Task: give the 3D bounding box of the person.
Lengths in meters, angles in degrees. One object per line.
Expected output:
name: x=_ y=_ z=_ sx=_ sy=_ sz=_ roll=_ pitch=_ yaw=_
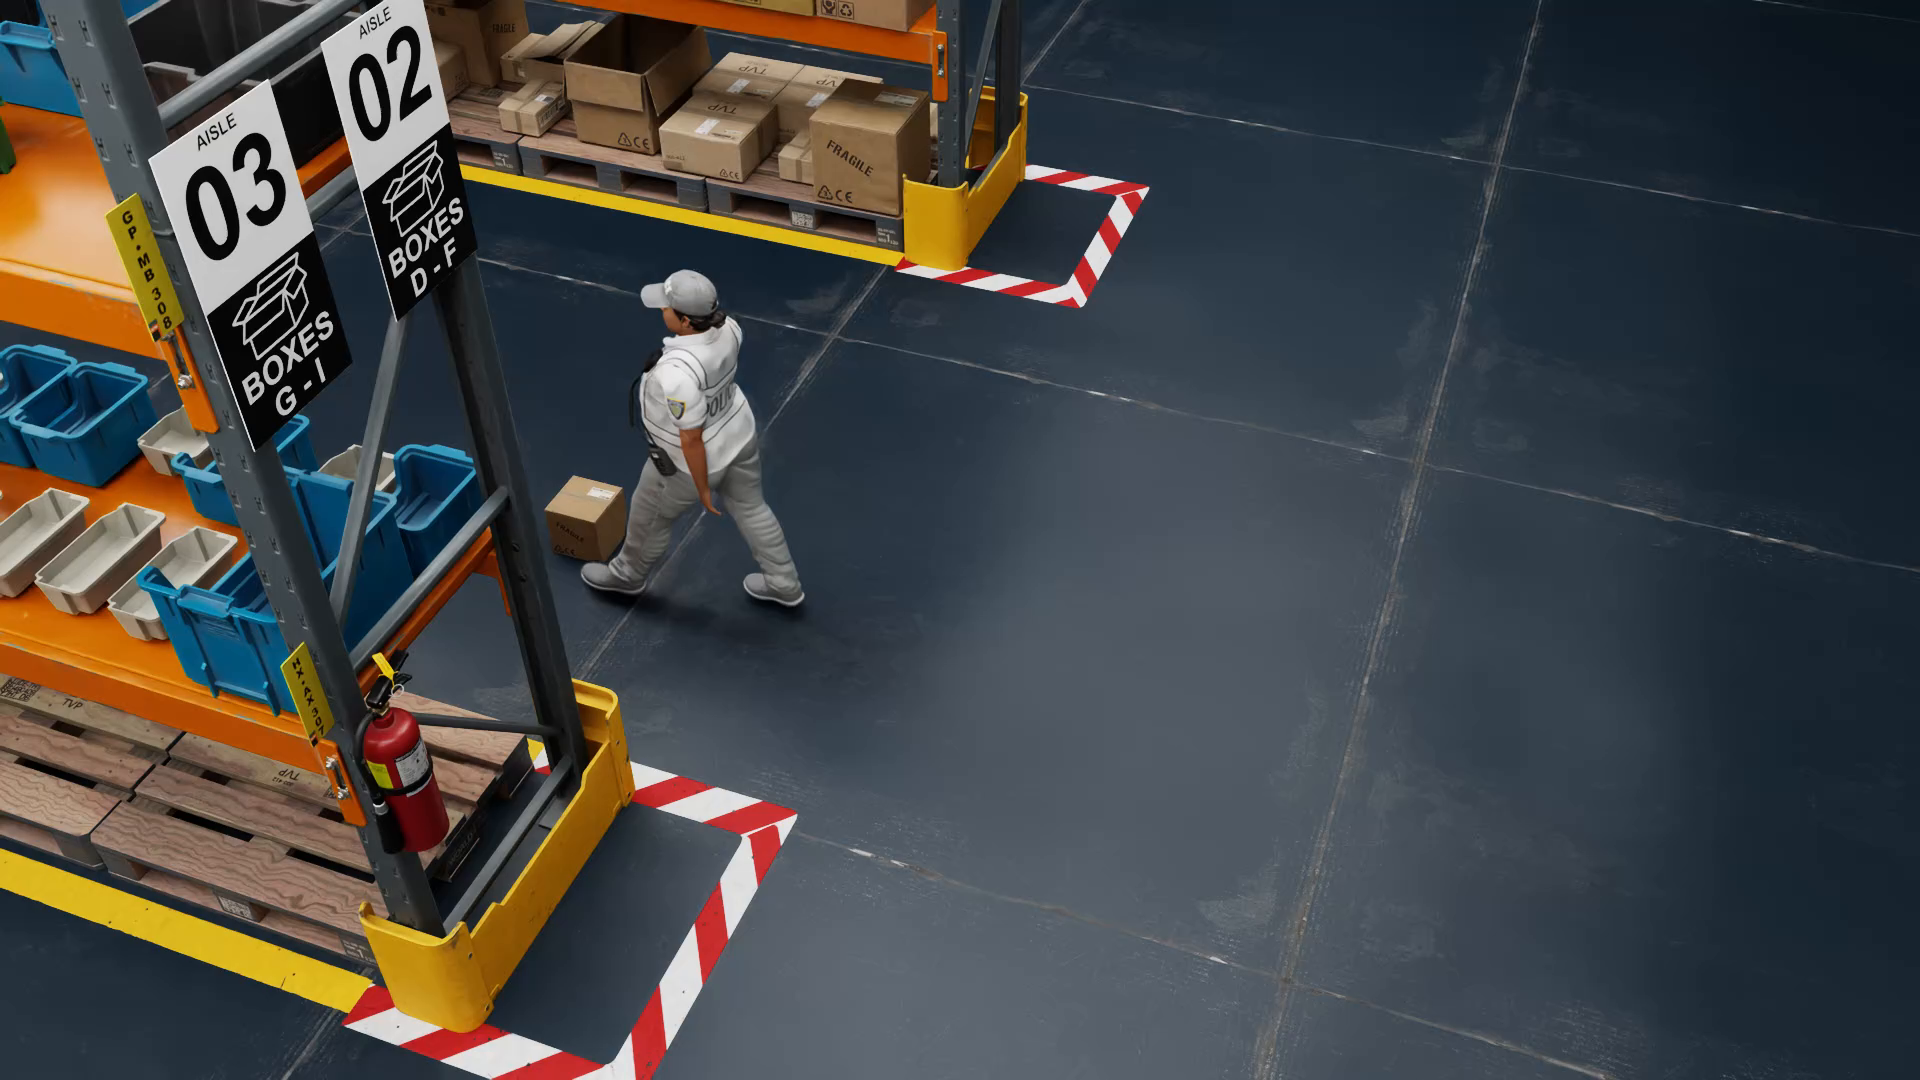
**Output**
person: x=-1.119 y=-0.403 z=6.598 sx=0.928 sy=1.610 sz=0.519 roll=21 pitch=46 yaw=22
